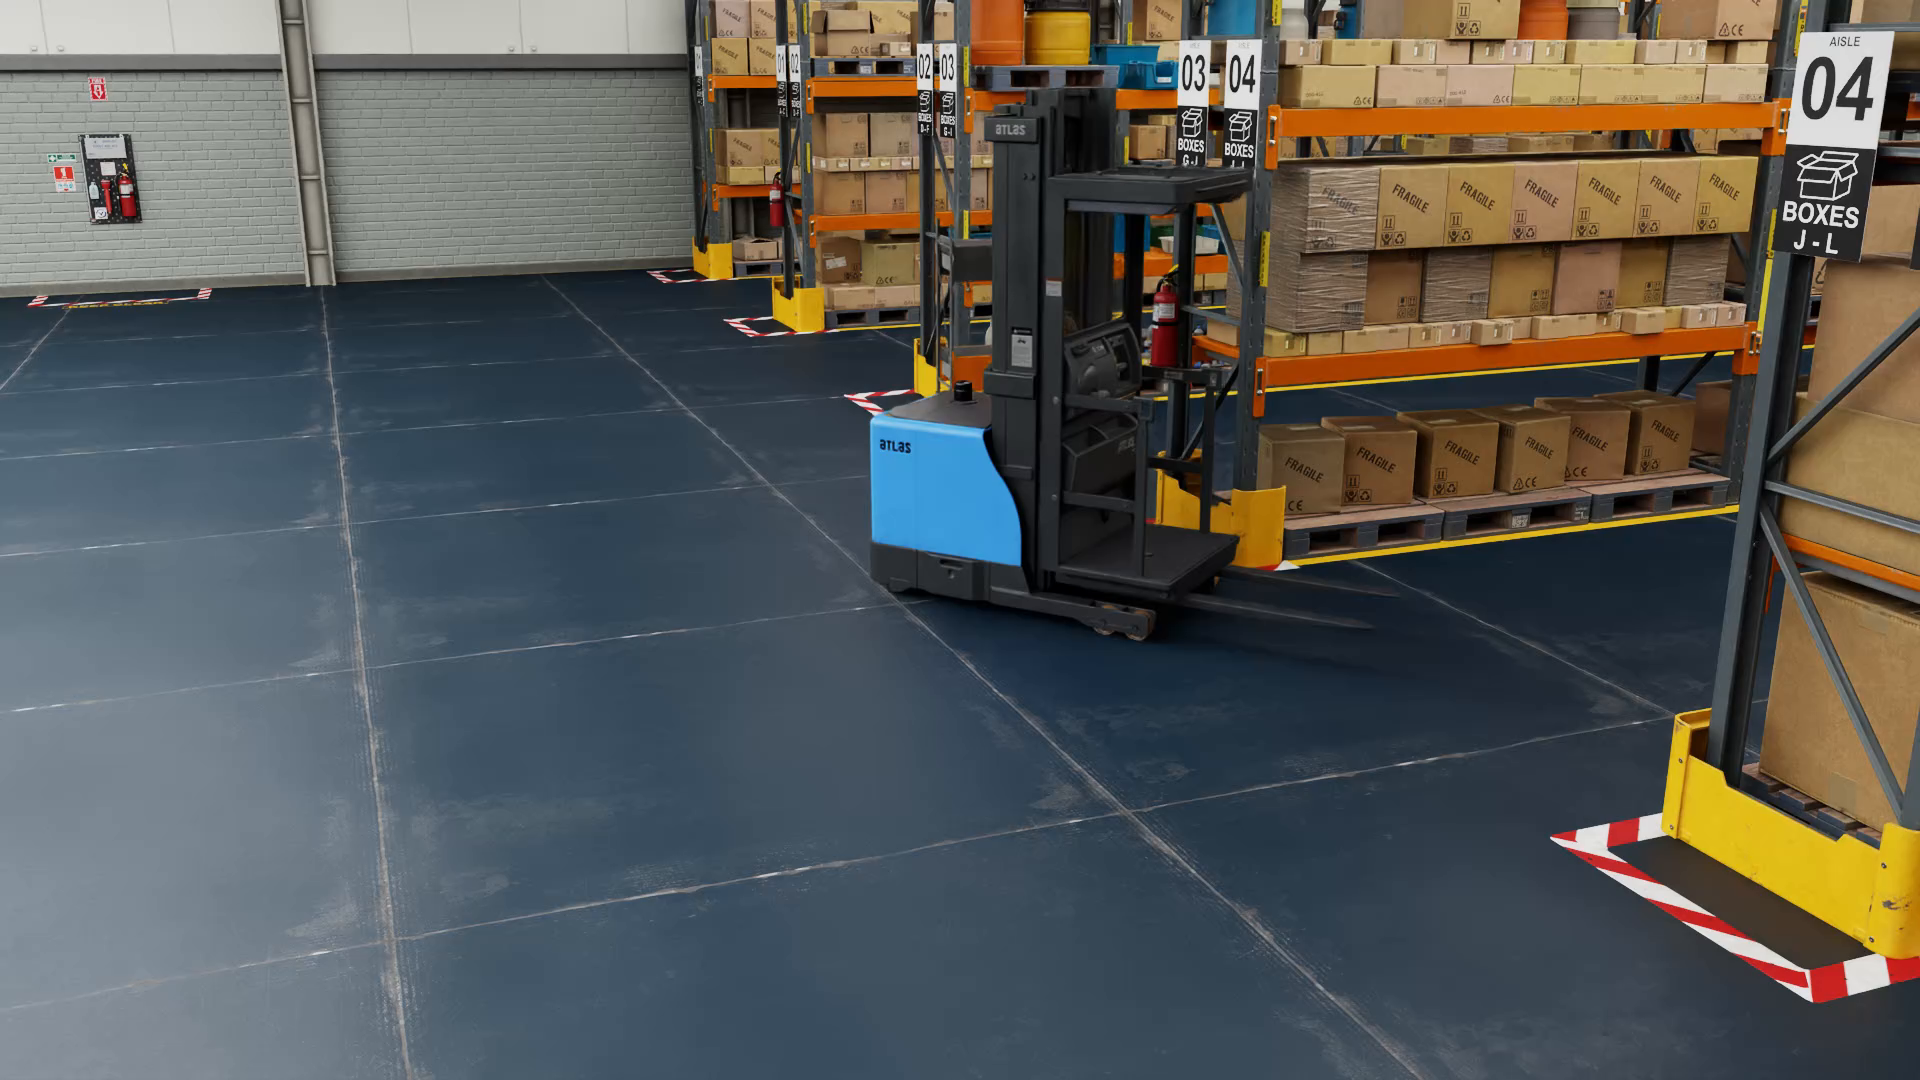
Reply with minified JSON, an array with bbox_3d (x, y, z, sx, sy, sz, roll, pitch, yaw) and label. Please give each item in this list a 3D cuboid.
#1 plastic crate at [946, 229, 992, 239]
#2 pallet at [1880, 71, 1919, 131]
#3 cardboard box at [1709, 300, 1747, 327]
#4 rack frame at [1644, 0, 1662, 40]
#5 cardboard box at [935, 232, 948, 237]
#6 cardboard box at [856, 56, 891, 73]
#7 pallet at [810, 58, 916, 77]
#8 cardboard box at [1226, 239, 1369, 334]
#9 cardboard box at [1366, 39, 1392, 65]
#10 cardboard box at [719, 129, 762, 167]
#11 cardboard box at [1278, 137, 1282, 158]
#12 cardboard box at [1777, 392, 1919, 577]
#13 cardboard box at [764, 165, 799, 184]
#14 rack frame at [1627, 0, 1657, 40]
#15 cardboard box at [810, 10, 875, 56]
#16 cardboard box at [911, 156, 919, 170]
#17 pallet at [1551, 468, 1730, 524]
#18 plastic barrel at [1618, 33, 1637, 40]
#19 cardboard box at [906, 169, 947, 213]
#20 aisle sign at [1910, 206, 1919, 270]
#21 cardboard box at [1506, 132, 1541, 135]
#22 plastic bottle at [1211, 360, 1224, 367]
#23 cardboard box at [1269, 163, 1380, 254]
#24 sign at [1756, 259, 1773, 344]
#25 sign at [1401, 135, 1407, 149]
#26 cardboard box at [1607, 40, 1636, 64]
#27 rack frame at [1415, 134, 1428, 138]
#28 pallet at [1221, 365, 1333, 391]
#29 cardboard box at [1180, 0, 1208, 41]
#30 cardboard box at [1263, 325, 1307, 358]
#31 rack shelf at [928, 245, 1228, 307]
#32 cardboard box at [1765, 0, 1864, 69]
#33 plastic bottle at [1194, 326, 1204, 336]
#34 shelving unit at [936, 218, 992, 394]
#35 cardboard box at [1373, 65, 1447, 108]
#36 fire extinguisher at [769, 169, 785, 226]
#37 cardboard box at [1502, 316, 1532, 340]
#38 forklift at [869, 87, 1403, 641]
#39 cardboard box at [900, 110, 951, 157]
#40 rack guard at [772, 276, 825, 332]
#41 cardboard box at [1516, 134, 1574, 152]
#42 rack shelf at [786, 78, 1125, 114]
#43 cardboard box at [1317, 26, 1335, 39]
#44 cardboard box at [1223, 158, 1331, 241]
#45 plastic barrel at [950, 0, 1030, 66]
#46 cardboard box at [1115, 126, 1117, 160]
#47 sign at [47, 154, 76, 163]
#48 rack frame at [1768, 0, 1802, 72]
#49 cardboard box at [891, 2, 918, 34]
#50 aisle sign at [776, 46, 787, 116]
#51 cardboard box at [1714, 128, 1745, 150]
[{"bbox_3d":[0.219,-2.777,15.495,0.616,0.251,0.499,-6,17,-20],"label":"plastic crate"},{"bbox_3d":[4.001,-1.575,5.972,1.213,0.211,1.003,-6,17,-20],"label":"pallet"},{"bbox_3d":[5.271,-1.600,11.668,0.250,0.149,0.380,-6,17,-20],"label":"cardboard box"},{"bbox_3d":[9.295,-8.111,22.748,0.127,3.000,1.000,-6,17,-20],"label":"rack frame"},{"bbox_3d":[-0.120,-3.552,20.673,0.500,0.500,0.500,-6,17,-20],"label":"cardboard box"},{"bbox_3d":[-1.315,-6.996,24.063,0.500,0.500,0.500,-7,18,-22],"label":"cardboard box"},{"bbox_3d":[-1.241,-5.484,19.283,1.213,0.211,1.003,-6,17,-20],"label":"pallet"},{"bbox_3d":[2.155,-1.655,10.705,0.500,0.500,0.875,-6,17,-20],"label":"cardboard box"},{"bbox_3d":[2.439,-3.000,10.225,0.250,0.149,0.380,-6,18,-21],"label":"cardboard box"},{"bbox_3d":[-3.133,-5.592,23.717,0.500,0.500,0.500,-6,17,-20],"label":"cardboard box"},{"bbox_3d":[4.822,-6.365,26.707,0.500,0.500,0.500,-6,17,-18],"label":"cardboard box"},{"bbox_3d":[3.642,-0.222,6.265,0.550,0.550,0.875,-6,17,-20],"label":"cardboard box"},{"bbox_3d":[-2.637,-5.285,24.003,0.500,0.250,0.500,-7,18,-22],"label":"cardboard box"},{"bbox_3d":[7.329,-6.404,16.935,0.127,3.000,1.000,-6,17,-20],"label":"rack frame"},{"bbox_3d":[-1.372,-5.837,19.151,0.637,0.503,0.797,-5,17,-16],"label":"cardboard box"},{"bbox_3d":[-0.503,-4.469,19.665,0.250,0.149,0.380,-7,18,-22],"label":"cardboard box"},{"bbox_3d":[4.752,-0.404,12.100,1.213,0.211,1.003,-6,17,-20],"label":"pallet"},{"bbox_3d":[6.929,-5.068,17.510,0.421,0.512,0.421,0,16,0],"label":"plastic barrel"},{"bbox_3d":[-0.515,-4.217,19.958,0.500,0.500,0.700,-6,17,-20],"label":"cardboard box"},{"bbox_3d":[3.353,-1.262,5.458,0.004,0.787,0.394,-6,17,-20],"label":"aisle sign"},{"bbox_3d":[9.391,-6.878,28.664,0.700,0.700,0.980,-7,18,-23],"label":"cardboard box"},{"bbox_3d":[2.462,-1.819,16.021,0.135,0.276,0.152,-6,17,-19],"label":"plastic bottle"},{"bbox_3d":[2.242,-2.070,10.344,0.500,0.500,0.500,-6,17,-20],"label":"cardboard box"},{"bbox_3d":[3.130,-0.914,6.412,0.005,0.325,0.100,-6,17,-20],"label":"sign"},{"bbox_3d":[5.762,-5.239,21.561,0.005,0.325,0.100,-6,17,-20],"label":"sign"},{"bbox_3d":[4.165,-3.177,10.828,0.250,0.149,0.380,-5,17,-18],"label":"cardboard box"},{"bbox_3d":[7.519,-6.536,28.030,0.127,3.000,1.000,-6,17,-20],"label":"rack frame"},{"bbox_3d":[2.952,-1.728,16.607,1.213,0.211,1.003,-6,17,-20],"label":"pallet"},{"bbox_3d":[2.939,-6.470,20.673,0.500,0.500,0.500,-4,17,-15],"label":"cardboard box"},{"bbox_3d":[1.983,-1.261,10.516,0.250,0.149,0.380,-6,17,-20],"label":"cardboard box"},{"bbox_3d":[1.726,-2.576,15.822,4.000,0.370,1.077,-6,17,-20],"label":"rack shelf"},{"bbox_3d":[5.841,-3.531,11.546,0.637,0.503,0.797,-7,18,-23],"label":"cardboard box"},{"bbox_3d":[2.392,-2.008,16.676,0.097,0.271,0.097,0,16,0],"label":"plastic bottle"},{"bbox_3d":[0.138,-1.032,10.886,0.503,2.100,0.431,-4,17,-14],"label":"shelving unit"},{"bbox_3d":[2.653,-2.817,10.311,0.500,0.250,0.500,-7,18,-21],"label":"cardboard box"},{"bbox_3d":[-2.187,-4.096,19.860,0.183,0.674,0.296,-6,17,-20],"label":"fire extinguisher"},{"bbox_3d":[3.604,-1.447,11.149,0.250,0.149,0.380,-6,17,-20],"label":"cardboard box"},{"bbox_3d":[0.992,-1.020,9.370,3.031,2.935,1.130,9,19,28],"label":"forklift"},{"bbox_3d":[-0.461,-4.848,19.803,0.500,0.500,0.700,-6,17,-20],"label":"cardboard box"},{"bbox_3d":[-1.933,-2.821,19.817,0.348,0.500,1.175,-6,17,-20],"label":"rack guard"},{"bbox_3d":[8.154,-5.407,23.265,0.500,0.500,0.700,-3,17,-11],"label":"cardboard box"},{"bbox_3d":[-0.043,-5.318,19.839,4.000,0.370,1.077,-6,17,-20],"label":"rack shelf"},{"bbox_3d":[5.671,-8.067,26.964,0.500,0.500,0.700,-6,17,-20],"label":"cardboard box"},{"bbox_3d":[2.056,-2.207,10.810,0.500,0.500,0.500,-6,17,-20],"label":"cardboard box"},{"bbox_3d":[0.267,-4.648,14.772,0.708,0.830,0.600,-6,17,-20],"label":"plastic barrel"},{"bbox_3d":[2.193,-6.210,25.963,0.500,0.500,0.700,-6,17,-20],"label":"cardboard box"},{"bbox_3d":[-11.812,-5.021,21.868,0.331,0.109,0.001,-6,17,-20],"label":"sign"},{"bbox_3d":[5.366,-4.698,11.124,0.127,3.000,1.000,-6,17,-20],"label":"rack frame"},{"bbox_3d":[-0.833,-7.525,24.089,0.500,0.500,0.500,-5,17,-17],"label":"cardboard box"},{"bbox_3d":[-2.077,-5.341,19.348,0.004,0.787,0.394,-6,17,-20],"label":"aisle sign"},{"bbox_3d":[10.798,-5.838,23.701,0.500,0.500,0.500,-7,18,-22],"label":"cardboard box"}]
